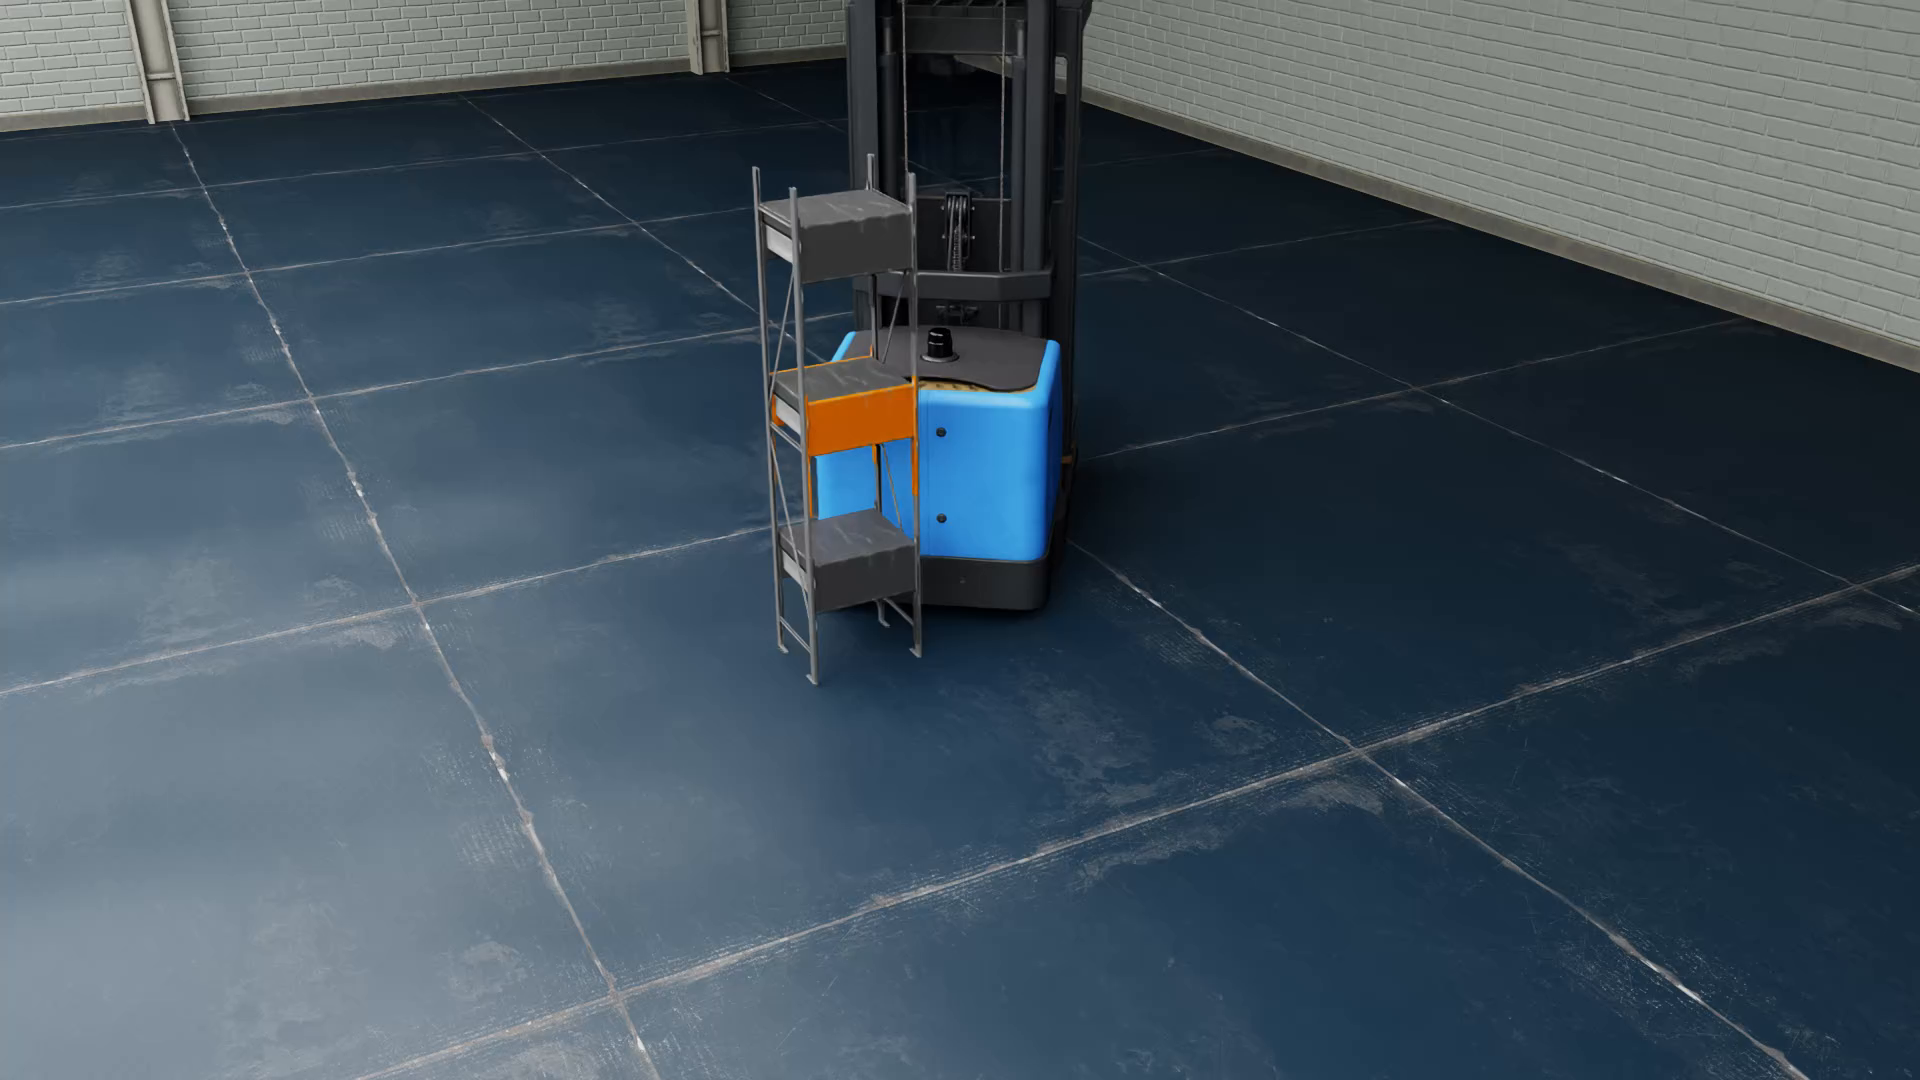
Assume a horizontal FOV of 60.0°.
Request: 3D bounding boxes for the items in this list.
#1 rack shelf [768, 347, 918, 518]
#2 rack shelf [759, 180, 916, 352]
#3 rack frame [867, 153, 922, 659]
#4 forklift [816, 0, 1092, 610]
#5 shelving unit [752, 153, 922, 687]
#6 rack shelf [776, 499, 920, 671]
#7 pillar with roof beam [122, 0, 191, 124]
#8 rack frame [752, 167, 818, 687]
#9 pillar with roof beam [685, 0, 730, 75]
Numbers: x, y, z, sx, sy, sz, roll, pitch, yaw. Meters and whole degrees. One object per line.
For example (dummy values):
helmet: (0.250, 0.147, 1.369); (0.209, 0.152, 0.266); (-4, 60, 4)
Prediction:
rack shelf: (-0.481, -0.447, 6.786); (0.480, 0.518, 0.431); (-13, 29, -25)
rack shelf: (-0.481, -1.078, 6.483); (0.480, 0.518, 0.431); (-13, 29, -25)
rack frame: (-0.266, -0.509, 6.884); (0.015, 2.100, 0.400); (-13, 29, -25)
forklift: (0.051, -1.616, 8.229); (1.130, 2.935, 3.031); (3, 26, 7)
shelving unit: (-0.481, -0.459, 6.780); (0.503, 2.100, 0.431); (-13, 29, -25)
rack shelf: (-0.481, 0.184, 7.089); (0.480, 0.518, 0.431); (-13, 29, -25)
pillar with roof beam: (-6.272, -6.823, 12.065); (0.400, 9.000, 9.100); (-13, 29, -25)
rack frame: (-0.696, -0.409, 6.676); (0.015, 2.100, 0.400); (-13, 29, -25)
pillar with roof beam: (-0.977, -8.045, 14.610); (0.400, 9.000, 9.100); (-13, 29, -25)
